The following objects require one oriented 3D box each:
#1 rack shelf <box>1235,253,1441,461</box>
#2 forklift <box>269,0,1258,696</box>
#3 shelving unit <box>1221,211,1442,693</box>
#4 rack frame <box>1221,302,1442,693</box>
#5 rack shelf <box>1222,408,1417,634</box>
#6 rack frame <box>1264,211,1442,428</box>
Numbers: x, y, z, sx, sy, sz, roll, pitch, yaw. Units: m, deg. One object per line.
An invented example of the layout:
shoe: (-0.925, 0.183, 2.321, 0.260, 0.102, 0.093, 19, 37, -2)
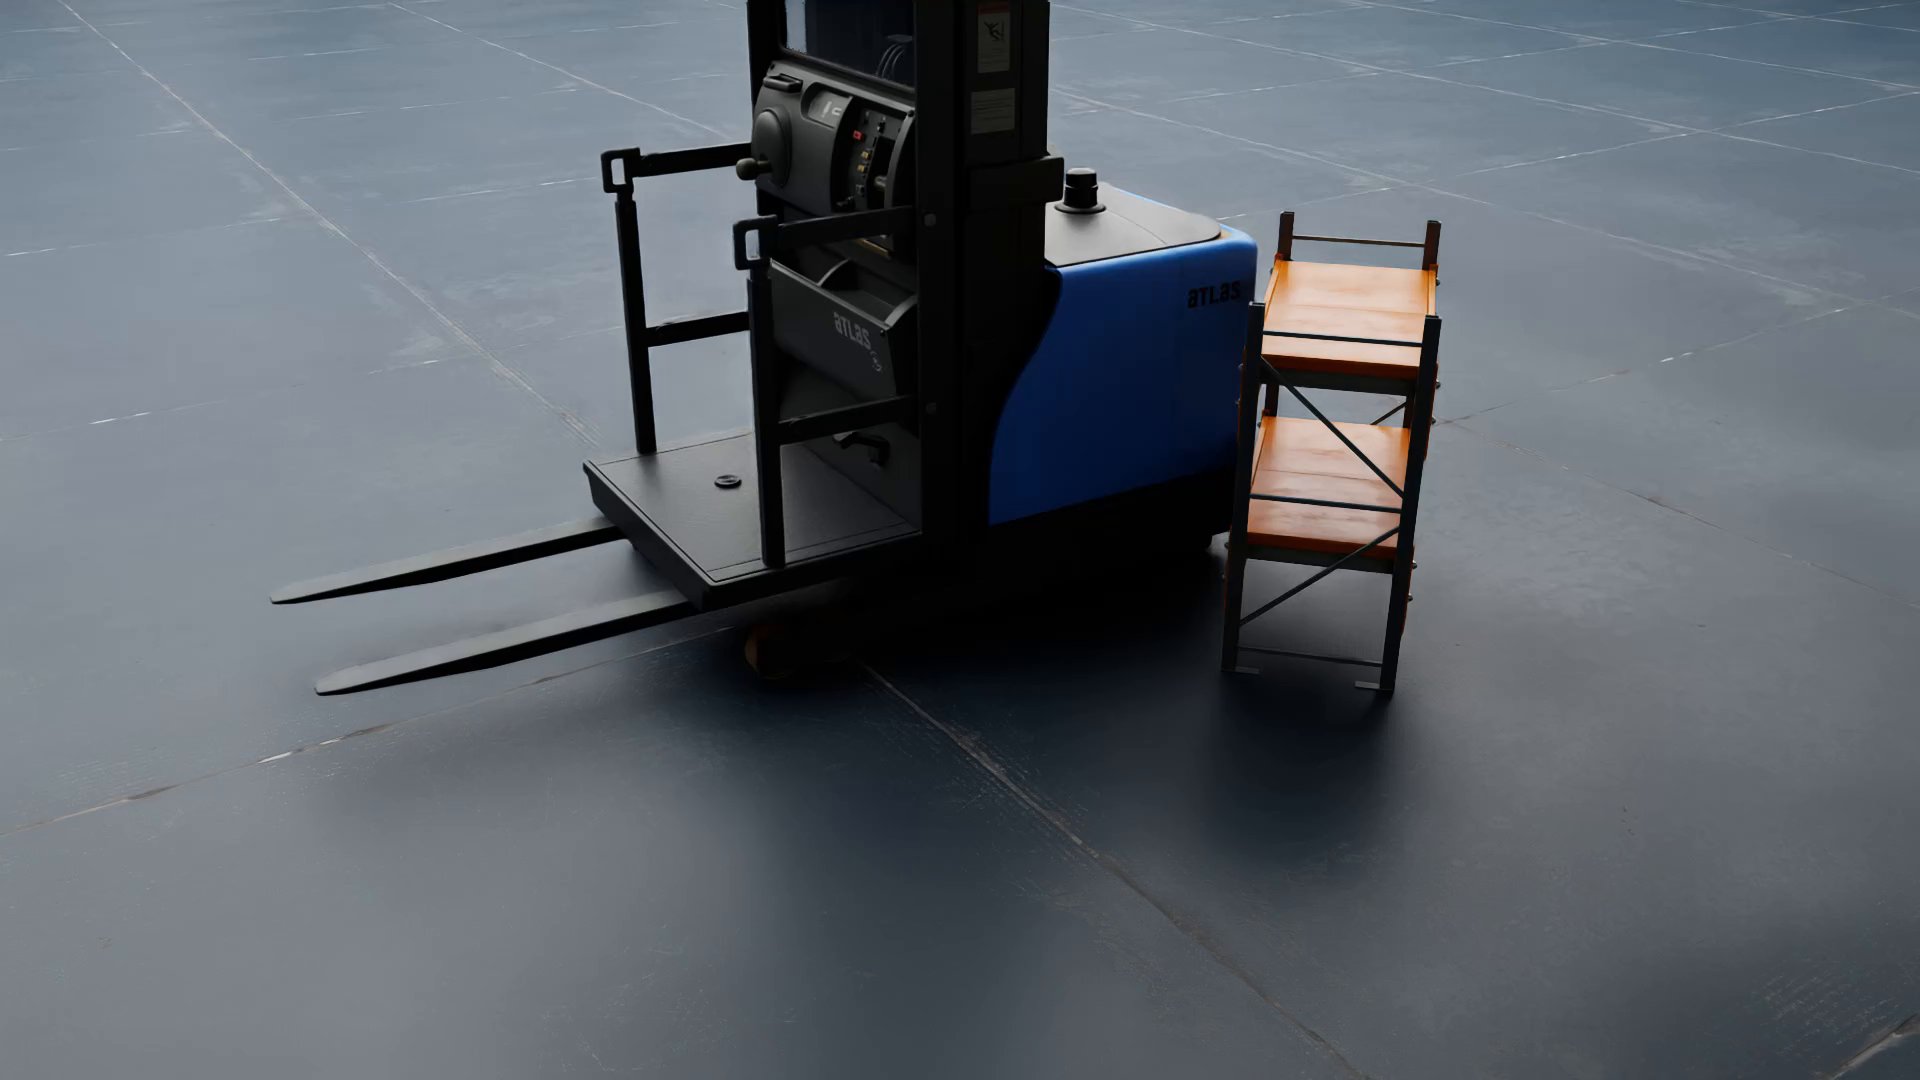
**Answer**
rack shelf: (1.146, -0.575, 4.964, 0.538, 0.278, 1.000, 6, 26, 13)
forklift: (-0.562, -1.173, 4.802, 3.031, 2.935, 1.130, -14, 29, -28)
shelving unit: (1.146, -0.310, 5.089, 0.538, 1.125, 1.048, 6, 26, 13)
rack frame: (1.018, -0.100, 4.644, 0.500, 1.125, 0.032, 6, 26, 13)
rack shelf: (1.146, -0.089, 5.193, 0.538, 0.278, 1.000, 6, 26, 13)
rack frame: (1.274, -0.520, 5.534, 0.500, 1.125, 0.032, 6, 26, 13)
